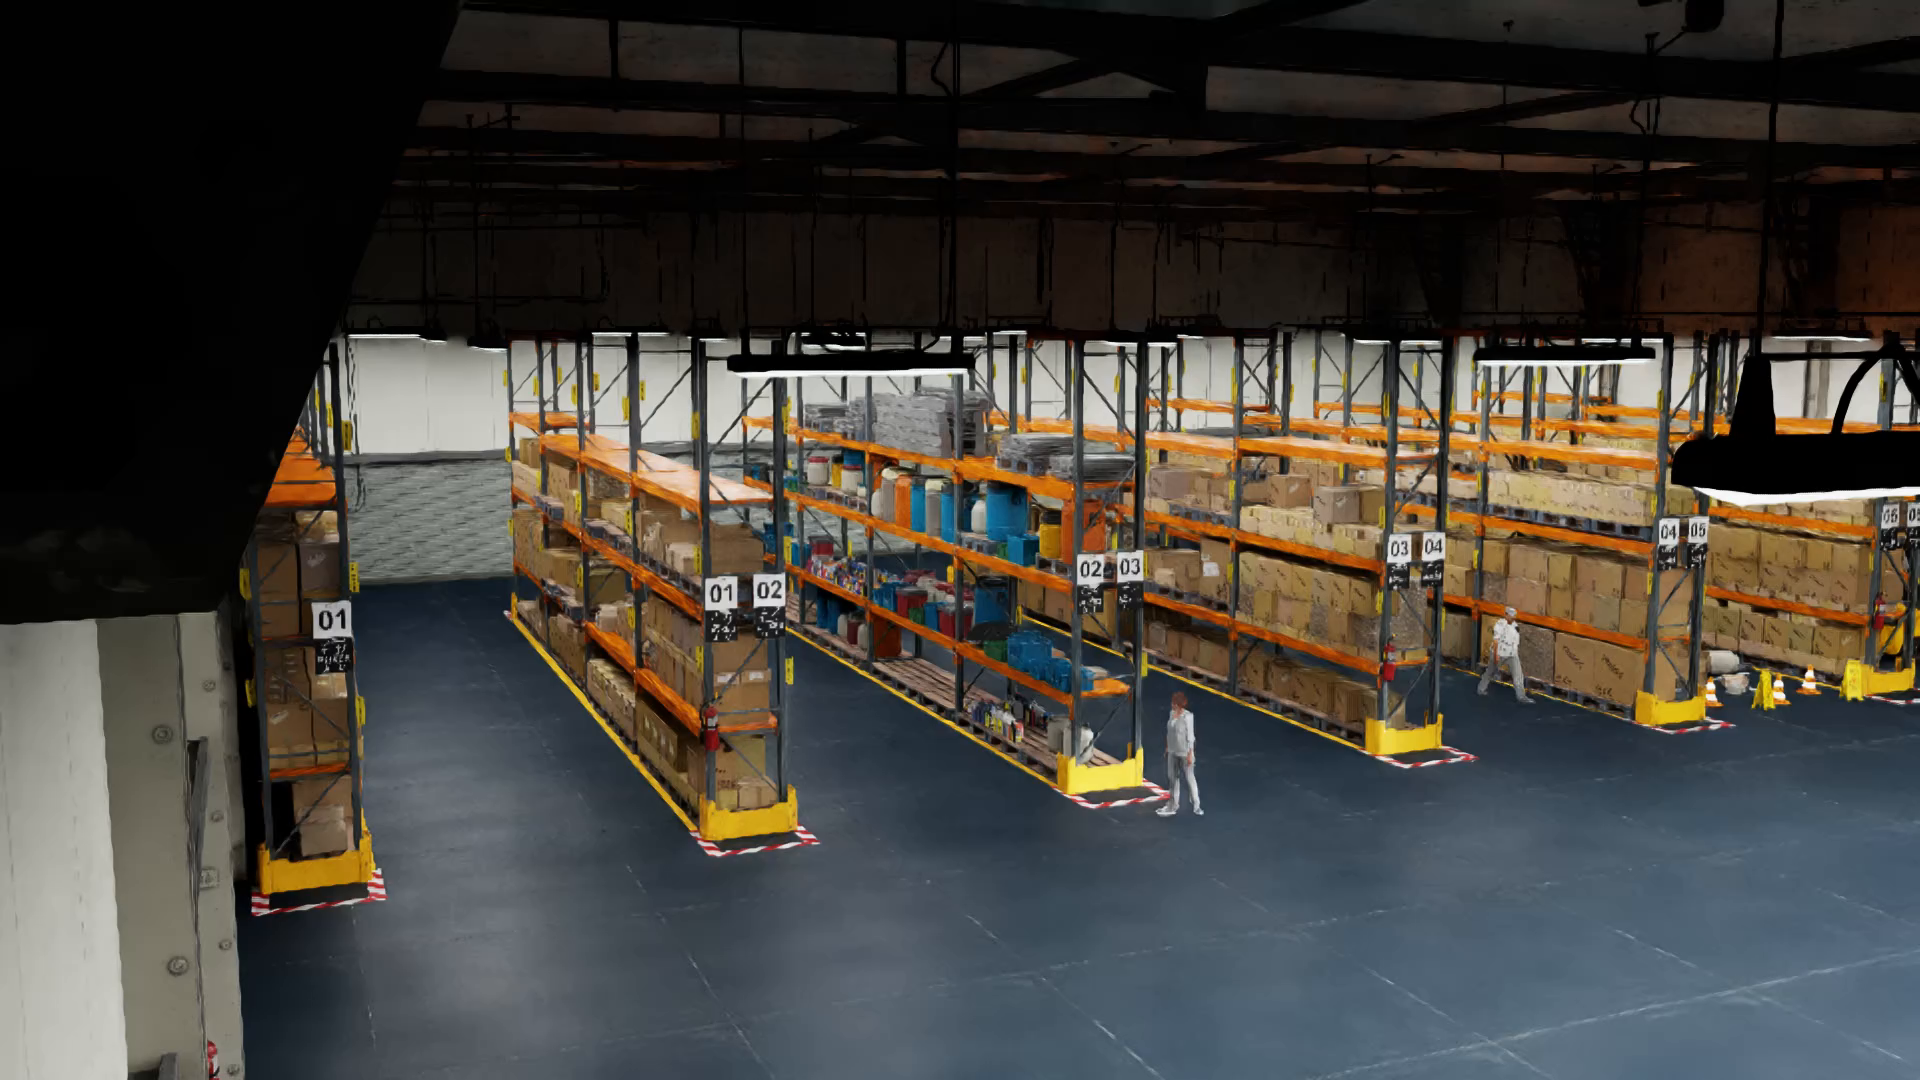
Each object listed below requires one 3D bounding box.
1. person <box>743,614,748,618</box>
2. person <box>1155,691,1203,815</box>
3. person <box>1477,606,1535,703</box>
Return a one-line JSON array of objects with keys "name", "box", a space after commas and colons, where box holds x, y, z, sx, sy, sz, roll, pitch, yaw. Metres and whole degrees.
[{"name": "person", "box": [-3.838, 1.639, 28.583, 0.499, 1.587, 1.073, -4, 9, -24]}, {"name": "person", "box": [2.811, 2.697, 21.034, 0.499, 1.597, 0.529, -6, 10, -38]}, {"name": "person", "box": [8.915, 1.844, 27.194, 0.497, 1.583, 1.090, -3, 8, -20]}]
